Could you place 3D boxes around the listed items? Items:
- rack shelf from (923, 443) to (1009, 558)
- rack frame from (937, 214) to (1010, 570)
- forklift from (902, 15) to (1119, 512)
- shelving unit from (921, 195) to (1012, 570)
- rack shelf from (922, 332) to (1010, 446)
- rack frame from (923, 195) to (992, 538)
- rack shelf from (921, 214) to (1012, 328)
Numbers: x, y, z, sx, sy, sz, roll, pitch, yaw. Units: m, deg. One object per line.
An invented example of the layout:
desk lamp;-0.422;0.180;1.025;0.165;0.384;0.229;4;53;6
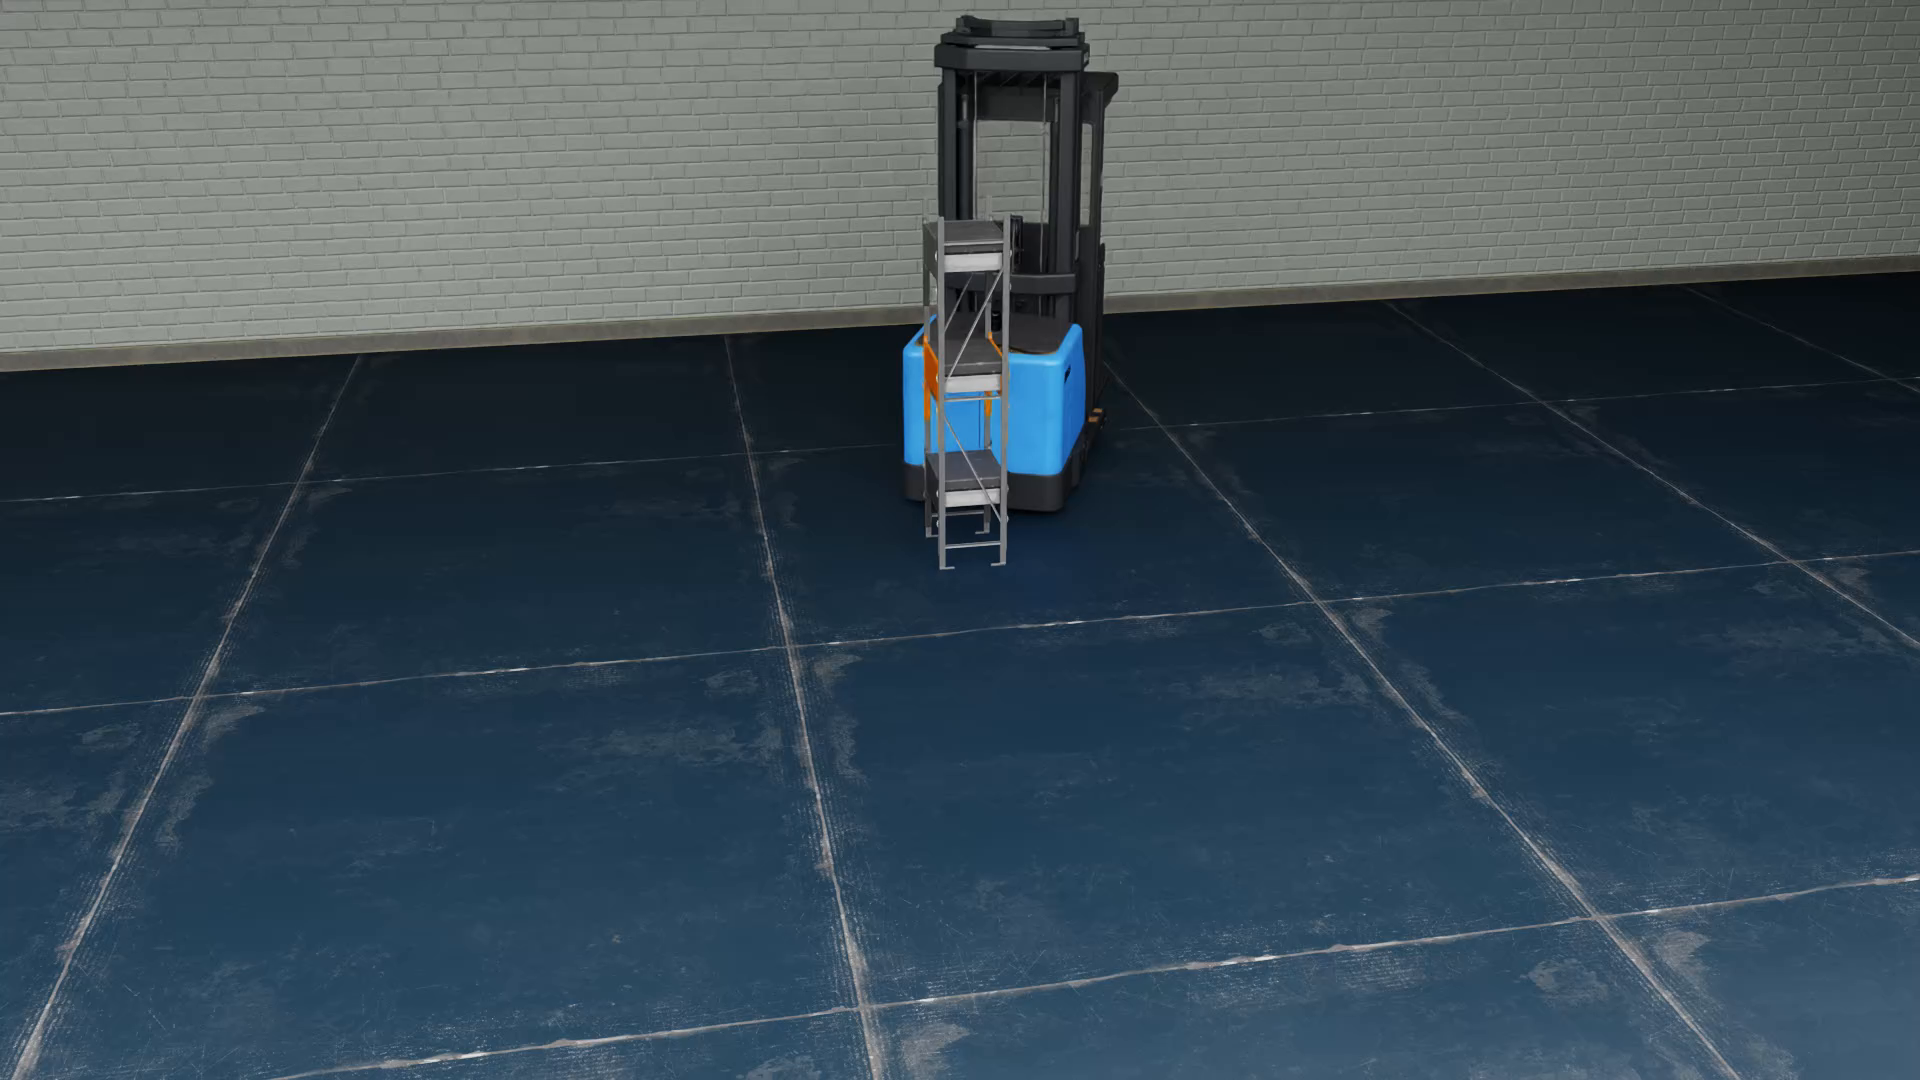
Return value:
rack shelf;0.031;-0.243;9.966;0.431;0.518;0.480;-4;24;-10
rack frame;0.076;-0.801;9.461;0.400;2.100;0.015;-4;24;-10
forklift;0.448;-2.084;11.361;1.130;2.935;3.031;5;24;11
shelving unit;0.031;-0.897;9.681;0.431;2.100;0.503;-4;24;-10
rack shelf;0.031;-0.885;9.686;0.431;0.518;0.480;-4;24;-10
rack frame;-0.015;-0.993;9.900;0.400;2.100;0.015;-4;24;-10
rack shelf;0.031;-1.526;9.406;0.431;0.518;0.480;-4;24;-10
